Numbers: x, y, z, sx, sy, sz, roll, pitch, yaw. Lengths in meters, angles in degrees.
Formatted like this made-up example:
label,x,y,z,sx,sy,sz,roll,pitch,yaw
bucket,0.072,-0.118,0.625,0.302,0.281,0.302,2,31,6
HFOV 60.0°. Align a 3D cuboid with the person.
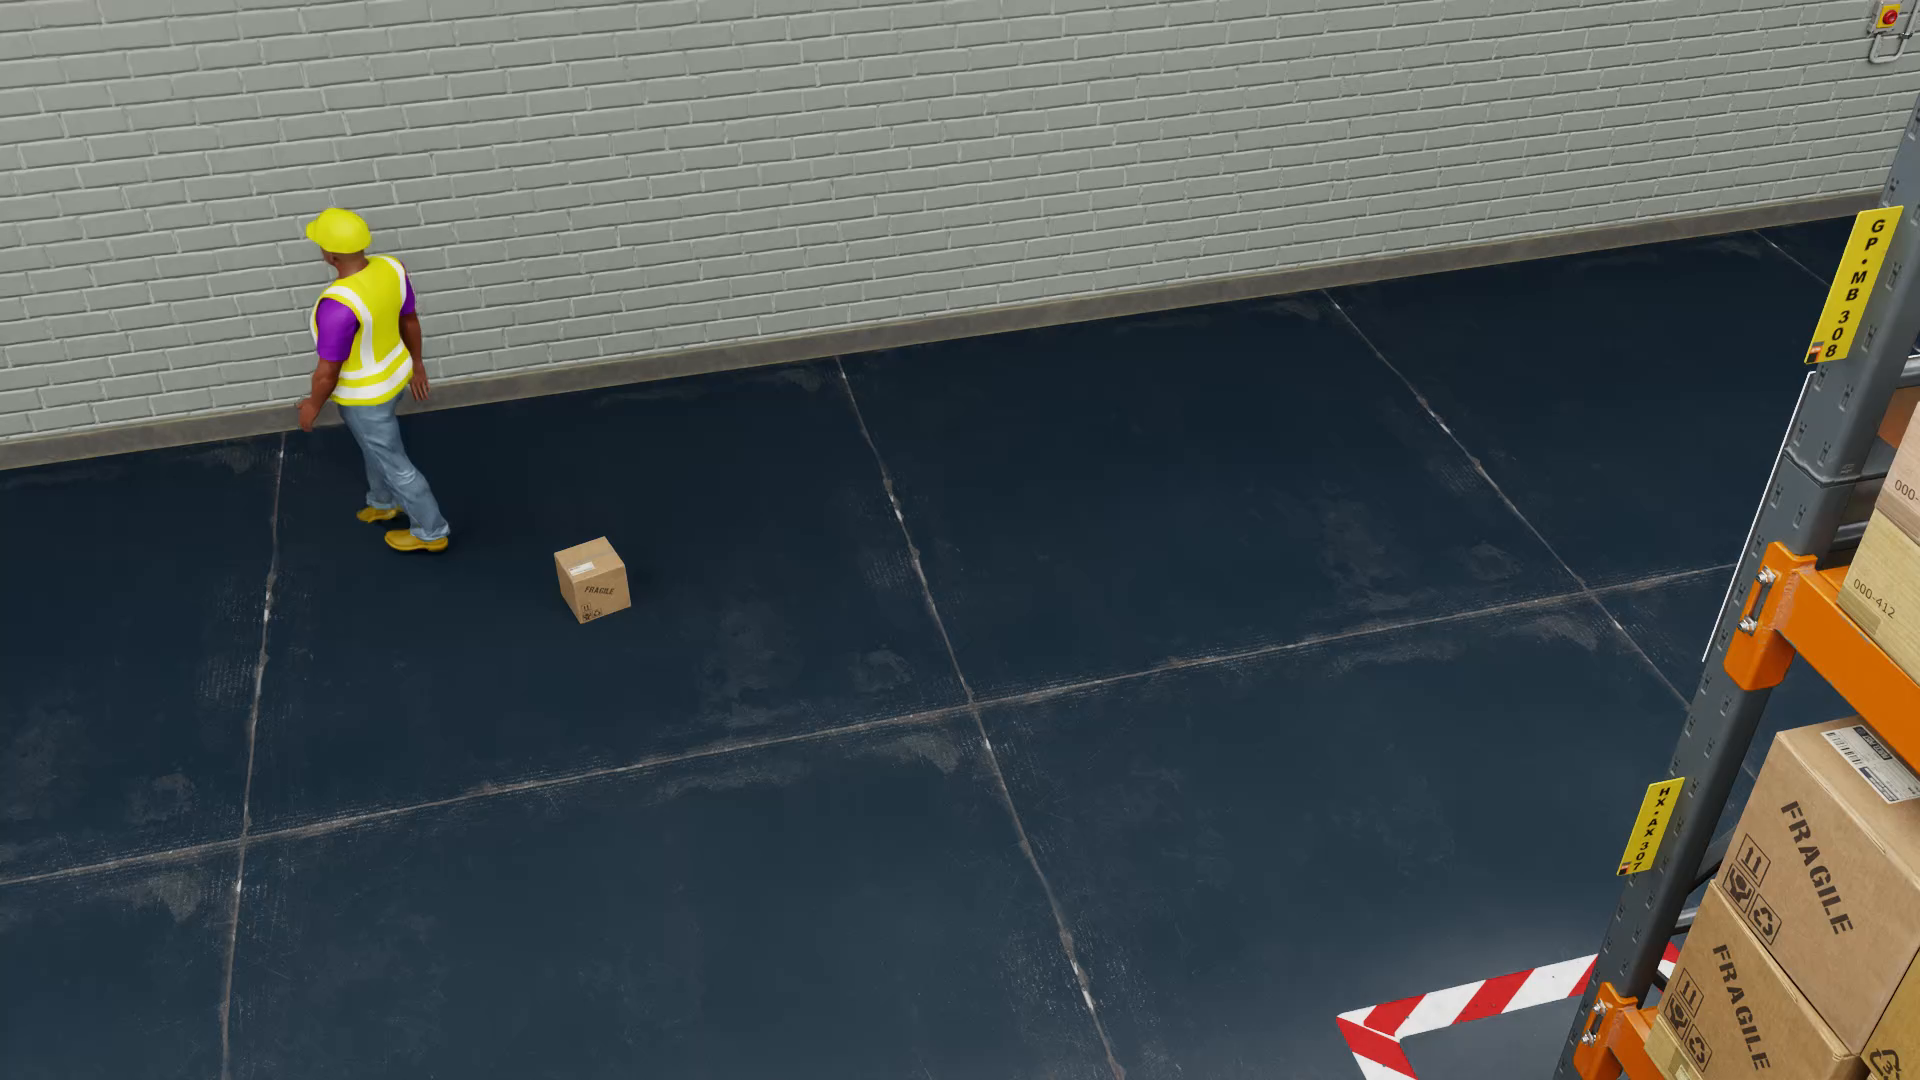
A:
label,x,y,z,sx,sy,sz,roll,pitch,yaw
person,-2.754,-0.685,7.597,0.627,1.825,0.573,7,38,9
